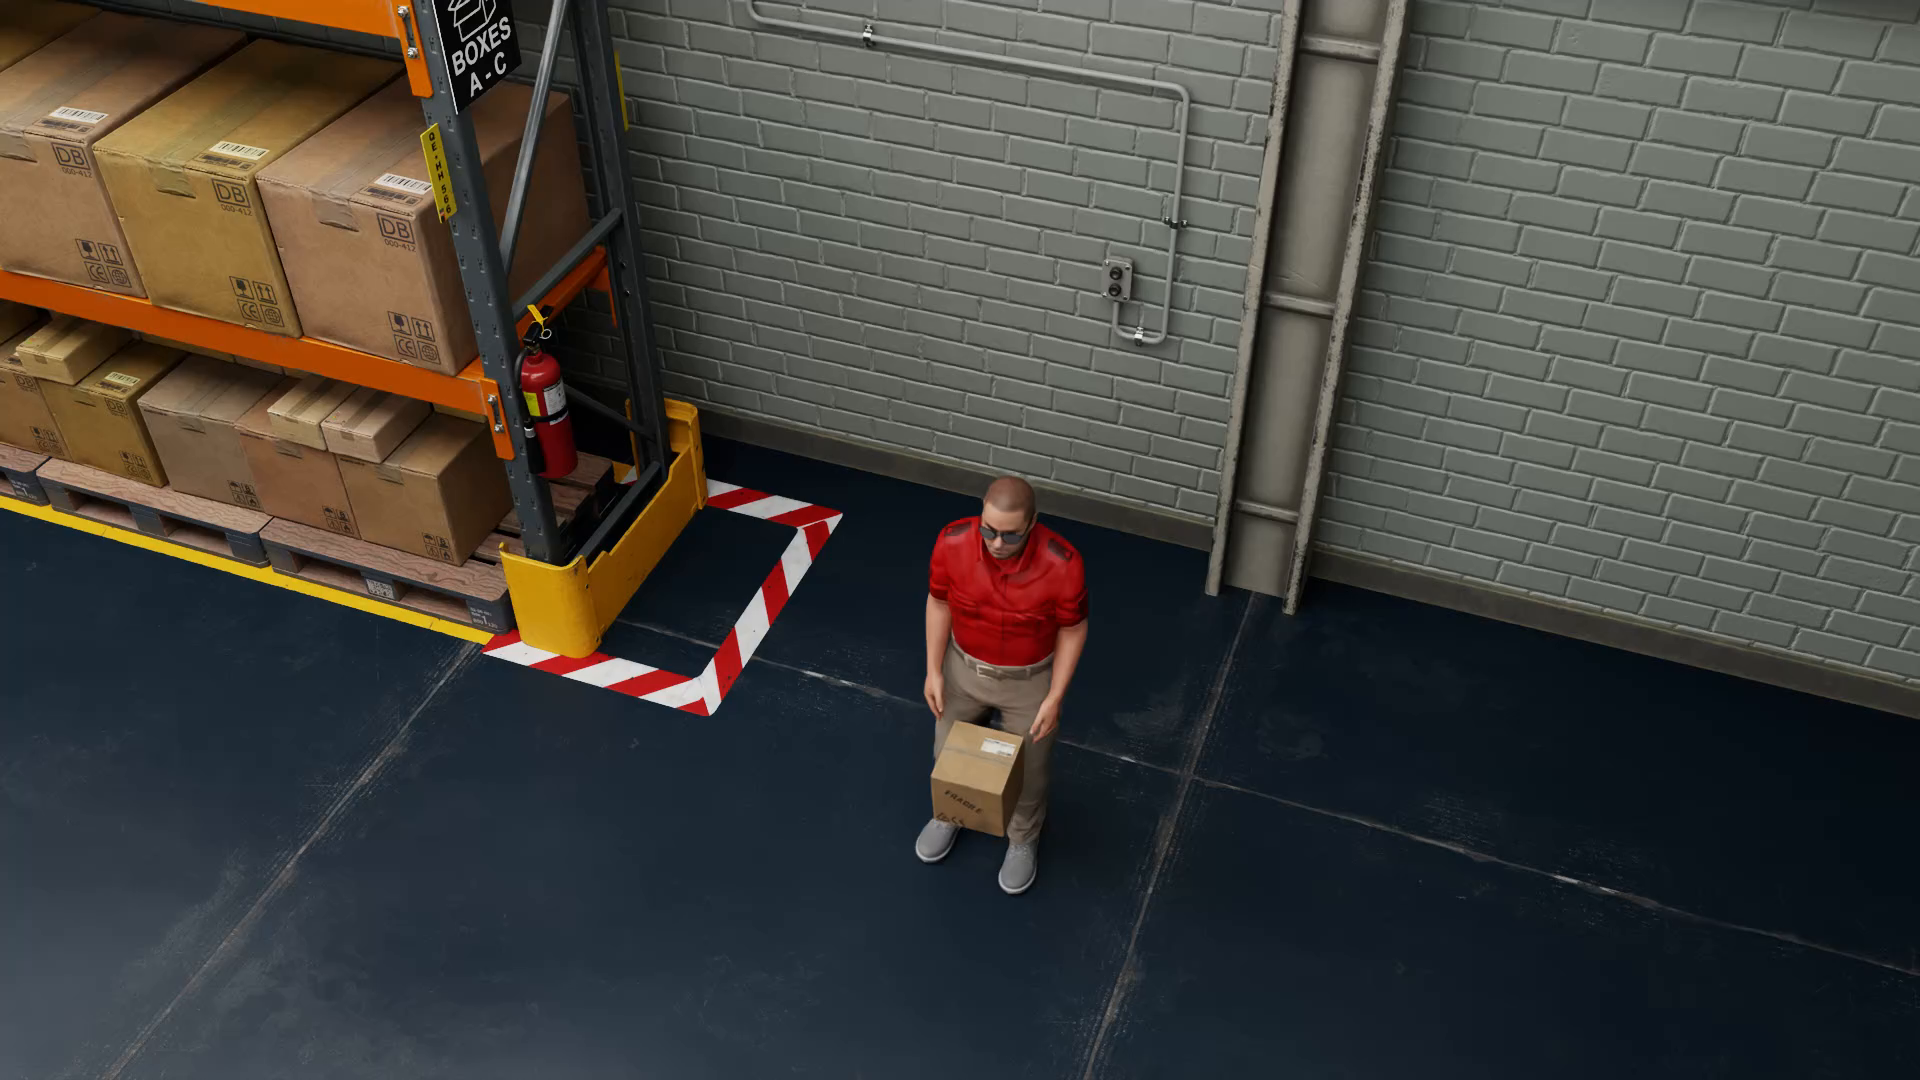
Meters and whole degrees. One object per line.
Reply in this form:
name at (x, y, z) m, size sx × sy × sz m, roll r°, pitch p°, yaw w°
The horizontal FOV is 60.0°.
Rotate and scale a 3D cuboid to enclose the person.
person at (0.133, 0.478, 5.619) m, size 0.554 × 1.732 × 0.430 m, roll 13°, pitch 43°, yaw 14°
